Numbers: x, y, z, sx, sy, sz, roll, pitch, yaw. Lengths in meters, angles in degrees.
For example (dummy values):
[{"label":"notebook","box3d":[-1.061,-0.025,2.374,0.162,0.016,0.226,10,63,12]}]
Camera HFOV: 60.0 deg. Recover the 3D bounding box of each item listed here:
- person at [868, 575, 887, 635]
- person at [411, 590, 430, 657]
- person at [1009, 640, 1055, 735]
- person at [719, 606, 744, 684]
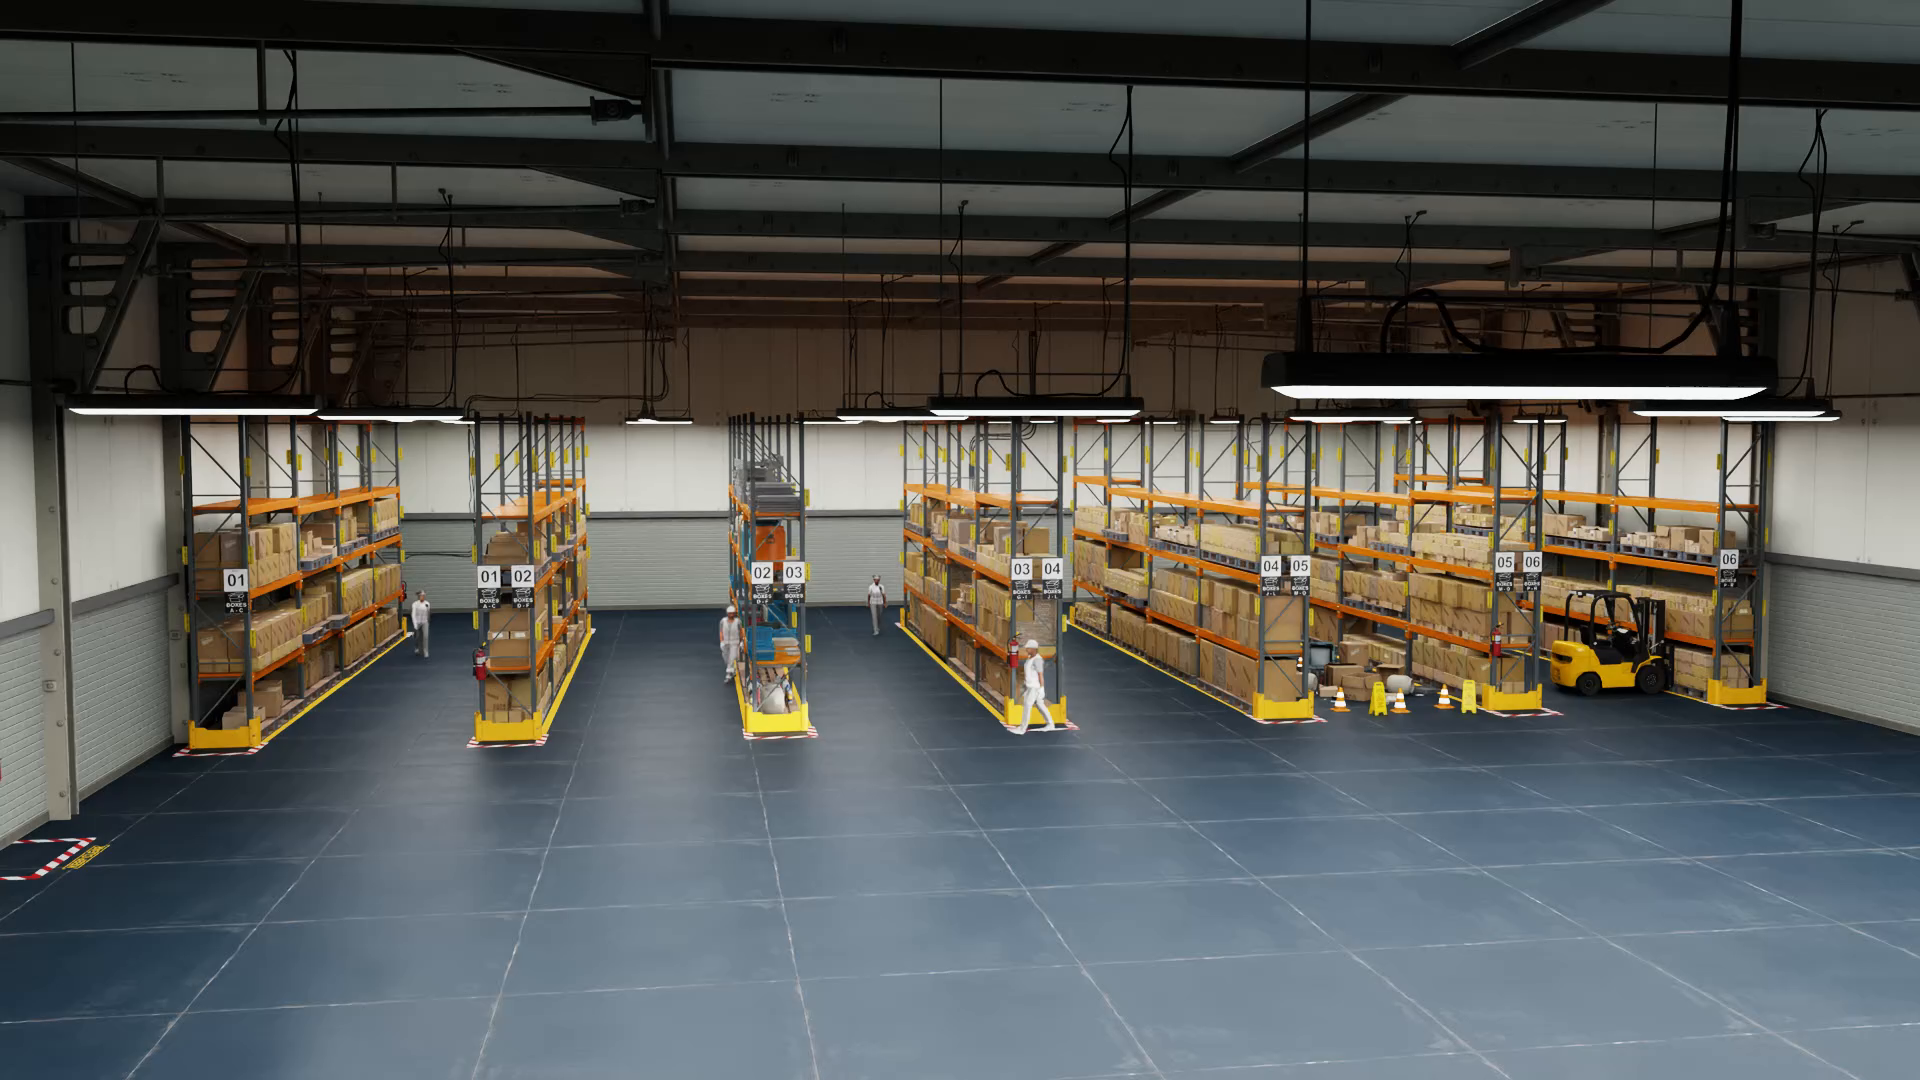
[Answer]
[{"label":"person","box3d":[-2.294,1.762,46.007,0.489,1.629,1.021,-1,4,-11]},{"label":"person","box3d":[-13.428,2.062,41.400,0.432,1.636,0.989,-1,4,-19]},{"label":"person","box3d":[1.344,2.738,31.044,0.879,1.766,0.553,0,4,-2]},{"label":"person","box3d":[-5.139,2.330,37.191,0.525,1.716,1.092,1,4,7]}]
